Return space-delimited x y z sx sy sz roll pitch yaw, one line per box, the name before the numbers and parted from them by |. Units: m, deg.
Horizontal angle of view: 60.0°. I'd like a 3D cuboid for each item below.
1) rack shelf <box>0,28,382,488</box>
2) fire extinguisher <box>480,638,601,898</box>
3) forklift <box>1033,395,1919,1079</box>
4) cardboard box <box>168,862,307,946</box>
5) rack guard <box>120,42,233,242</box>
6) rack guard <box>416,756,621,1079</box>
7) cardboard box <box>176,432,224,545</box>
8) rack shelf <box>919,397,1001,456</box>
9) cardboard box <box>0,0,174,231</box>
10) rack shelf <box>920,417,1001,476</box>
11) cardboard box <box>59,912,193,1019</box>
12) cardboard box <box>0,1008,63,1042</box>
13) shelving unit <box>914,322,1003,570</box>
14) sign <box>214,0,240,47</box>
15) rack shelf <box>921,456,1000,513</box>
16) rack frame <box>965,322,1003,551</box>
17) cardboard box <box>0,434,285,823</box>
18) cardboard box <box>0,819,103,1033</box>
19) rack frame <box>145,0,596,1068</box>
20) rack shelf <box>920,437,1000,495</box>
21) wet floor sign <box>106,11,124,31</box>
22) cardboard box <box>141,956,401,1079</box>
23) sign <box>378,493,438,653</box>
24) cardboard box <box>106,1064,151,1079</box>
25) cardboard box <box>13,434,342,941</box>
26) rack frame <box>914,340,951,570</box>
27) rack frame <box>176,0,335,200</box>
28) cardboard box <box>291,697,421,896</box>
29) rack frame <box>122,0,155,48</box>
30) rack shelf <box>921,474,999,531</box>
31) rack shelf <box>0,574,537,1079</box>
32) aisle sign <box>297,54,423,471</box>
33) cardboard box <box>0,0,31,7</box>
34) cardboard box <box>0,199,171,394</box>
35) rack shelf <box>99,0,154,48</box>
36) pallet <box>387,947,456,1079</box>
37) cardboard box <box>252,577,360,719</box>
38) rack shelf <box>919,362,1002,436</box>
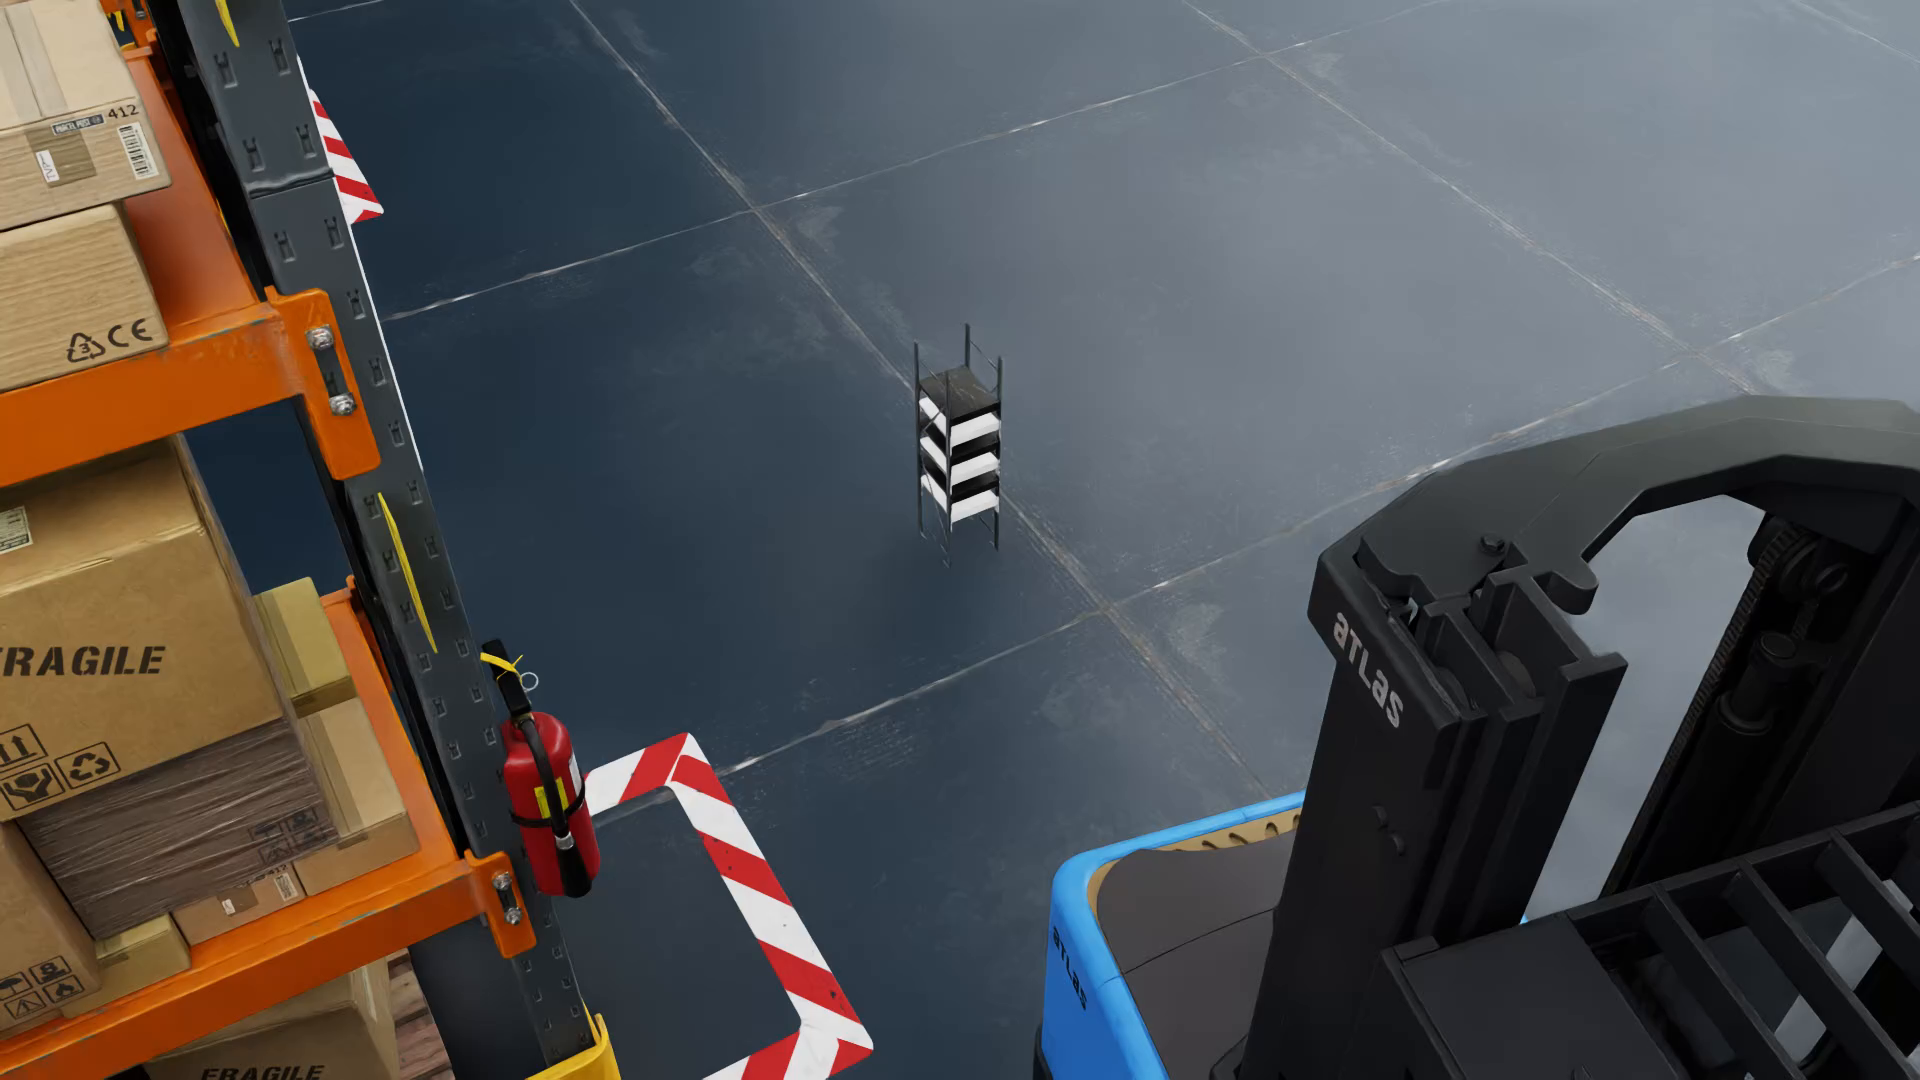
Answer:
rack shelf | -2.979 0.125 2.330 4.000 0.370 1.077 -22 48 -21
fire extinguisher | -0.916 0.516 3.620 0.183 0.674 0.296 -22 48 -21
forklift | 1.148 1.347 2.758 1.130 2.935 3.031 -13 46 -13
cardboard box | -1.607 0.650 3.607 0.250 0.149 0.380 -22 48 -21
rack guard | -3.608 -1.892 7.840 0.348 0.500 1.175 -22 48 -21
rack guard | -1.311 1.173 4.682 0.348 0.500 1.175 -22 48 -21
cardboard box | -1.858 -0.226 3.325 0.500 0.500 0.500 -22 48 -21
rack shelf | -0.007 -0.425 5.832 0.200 0.077 0.258 -22 48 -21
cardboard box | -1.331 -0.631 2.414 0.250 0.149 0.380 -22 48 -21
rack shelf | -0.007 -0.361 5.894 0.200 0.077 0.258 -22 48 -21
cardboard box | -1.798 0.768 3.486 0.250 0.149 0.380 -22 48 -21
cardboard box | -2.022 0.845 3.406 0.250 0.149 0.380 -22 48 -21
shelving unit | -0.007 -0.320 5.934 0.210 0.900 0.258 -22 48 -21
sign | -0.986 -0.802 2.133 0.005 0.325 0.100 -22 48 -21
rack shelf | -0.007 -0.232 6.020 0.200 0.077 0.258 -22 48 -21
rack frame | 0.081 -0.355 5.970 0.006 0.900 0.240 -22 48 -21
cardboard box | -1.599 0.088 3.002 0.500 0.500 0.500 -22 48 -21
cardboard box | -2.110 0.527 3.268 0.500 0.500 0.875 -22 48 -21
rack frame | -1.245 0.250 3.839 0.127 3.000 1.000 -22 48 -21
rack shelf | -0.007 -0.296 5.957 0.200 0.077 0.258 -22 48 -21
wet floor sign | -4.590 -3.141 9.024 0.232 0.644 0.267 -30 52 -27
cardboard box | -1.795 1.203 4.350 0.500 0.500 0.500 -14 46 -14
sign | -0.986 0.063 2.973 0.005 0.325 0.100 -22 48 -21
cardboard box | -2.296 1.431 4.115 0.500 0.500 0.500 -10 45 -10
cardboard box | -1.736 0.281 3.521 0.500 0.500 0.875 -22 48 -21
rack frame | -0.095 -0.285 5.897 0.006 0.900 0.240 -22 48 -21
rack frame | -1.245 -1.903 1.750 0.127 3.000 1.000 -22 48 -21
cardboard box | -1.390 0.563 3.696 0.250 0.149 0.380 -22 48 -21
rack frame | -3.629 -2.781 6.961 0.127 3.000 1.000 -22 48 -21
rack shelf | -0.007 -0.167 6.082 0.200 0.077 0.258 -22 48 -21
rack shelf | -2.979 1.202 3.374 4.000 0.370 1.077 -22 48 -21
aisle sign | -1.042 -0.524 2.769 0.004 0.787 0.394 -22 48 -21
cardboard box | -1.599 -0.960 2.753 0.250 0.149 0.380 -22 48 -21
cardboard box | -1.537 -0.452 2.516 0.500 0.250 0.500 -21 48 -20
rack shelf | -5.363 -1.828 6.497 4.000 0.370 1.077 -22 48 -21
pallet | -2.033 1.537 4.514 1.213 0.211 1.003 -22 48 -21
cardboard box | -1.611 0.295 3.973 0.250 0.149 0.380 -22 48 -21
rack shelf | -0.007 -0.490 5.769 0.200 0.077 0.258 -22 48 -21
